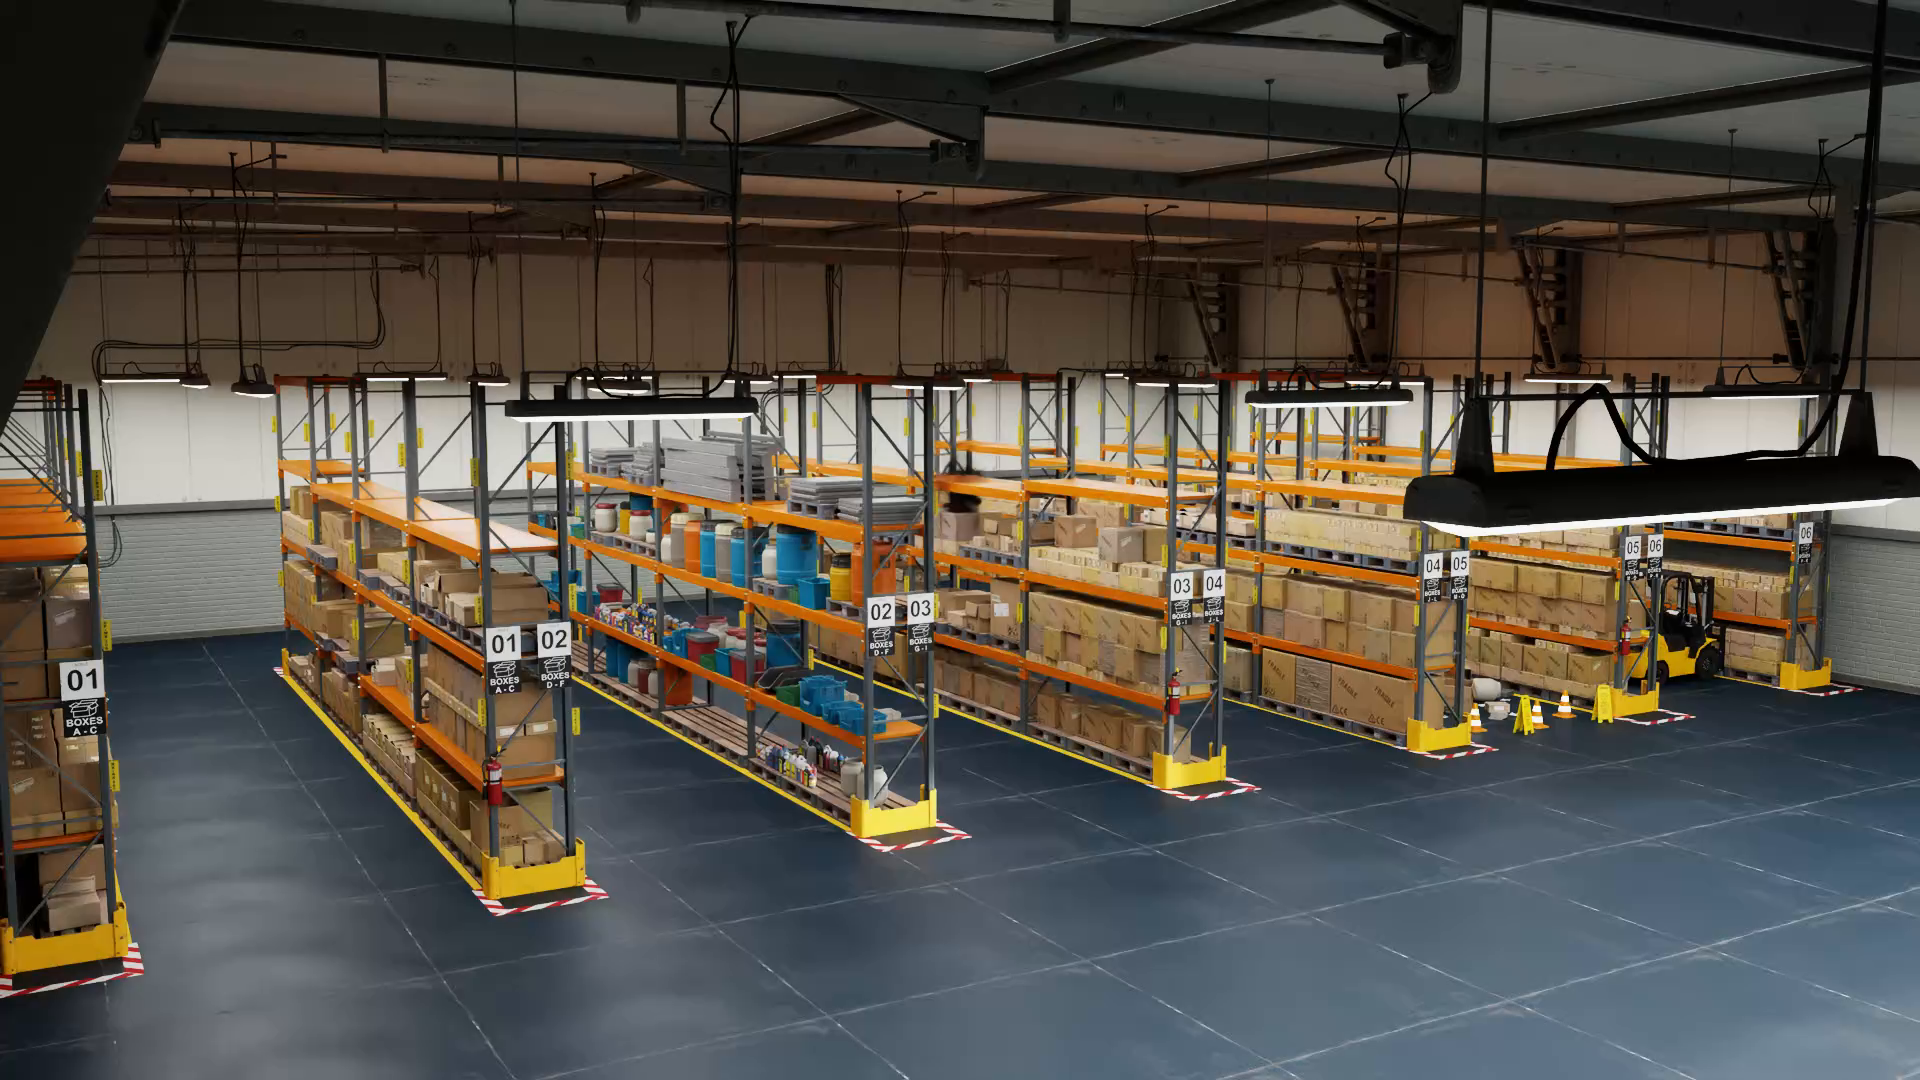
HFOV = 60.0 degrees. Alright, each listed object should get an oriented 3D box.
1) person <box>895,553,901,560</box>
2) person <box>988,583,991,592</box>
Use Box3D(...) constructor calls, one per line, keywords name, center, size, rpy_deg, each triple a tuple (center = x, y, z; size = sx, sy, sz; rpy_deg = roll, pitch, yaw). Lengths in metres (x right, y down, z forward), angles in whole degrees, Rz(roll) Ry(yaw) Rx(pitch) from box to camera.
Box3D(name="person", center=(-1.566, 1.107, 40.795), size=(0.568, 1.566, 0.486), rpy_deg=(4, 7, 30))
Box3D(name="person", center=(0.886, 0.825, 42.789), size=(0.742, 1.713, 0.560), rpy_deg=(-5, 8, -38))
